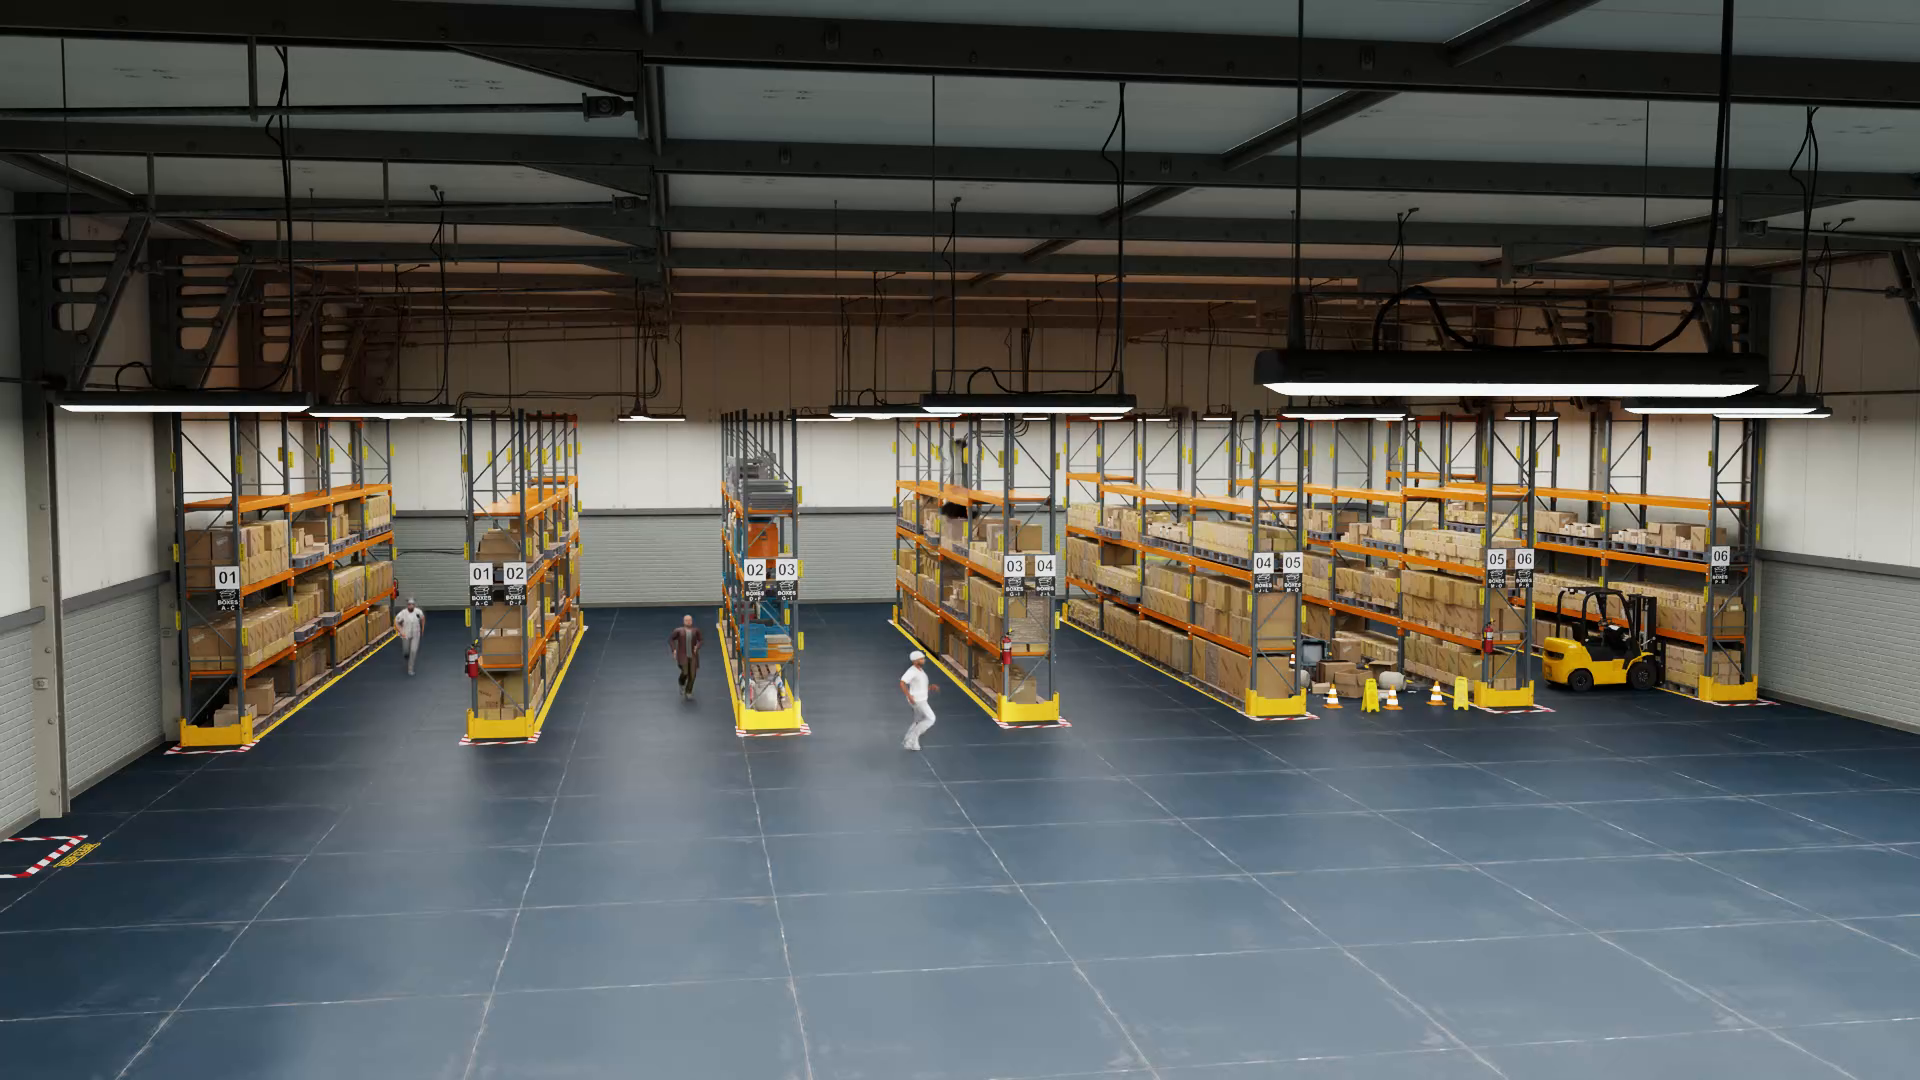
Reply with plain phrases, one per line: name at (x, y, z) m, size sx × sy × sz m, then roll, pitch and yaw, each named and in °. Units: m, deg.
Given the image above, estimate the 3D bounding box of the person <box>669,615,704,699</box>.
person at (-5.662, 2.441, 34.631) m, size 0.704 × 1.746 × 0.620 m, roll -2°, pitch 4°, yaw -21°

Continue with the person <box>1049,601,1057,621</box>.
person at (2.182, 1.885, 41.713) m, size 0.506 × 1.499 × 0.719 m, roll -1°, pitch 4°, yaw -13°

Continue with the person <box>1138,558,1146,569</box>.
person at (5.432, 1.354, 50.196) m, size 0.970 × 1.755 × 0.725 m, roll -1°, pitch 4°, yaw -12°

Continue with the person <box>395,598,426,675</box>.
person at (-12.640, 2.194, 38.273) m, size 0.688 × 1.769 × 0.816 m, roll -2°, pitch 4°, yaw -25°

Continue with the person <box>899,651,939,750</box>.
person at (-0.692, 2.807, 29.118) m, size 0.650 × 1.728 × 0.684 m, roll 1°, pitch 4°, yaw 9°
